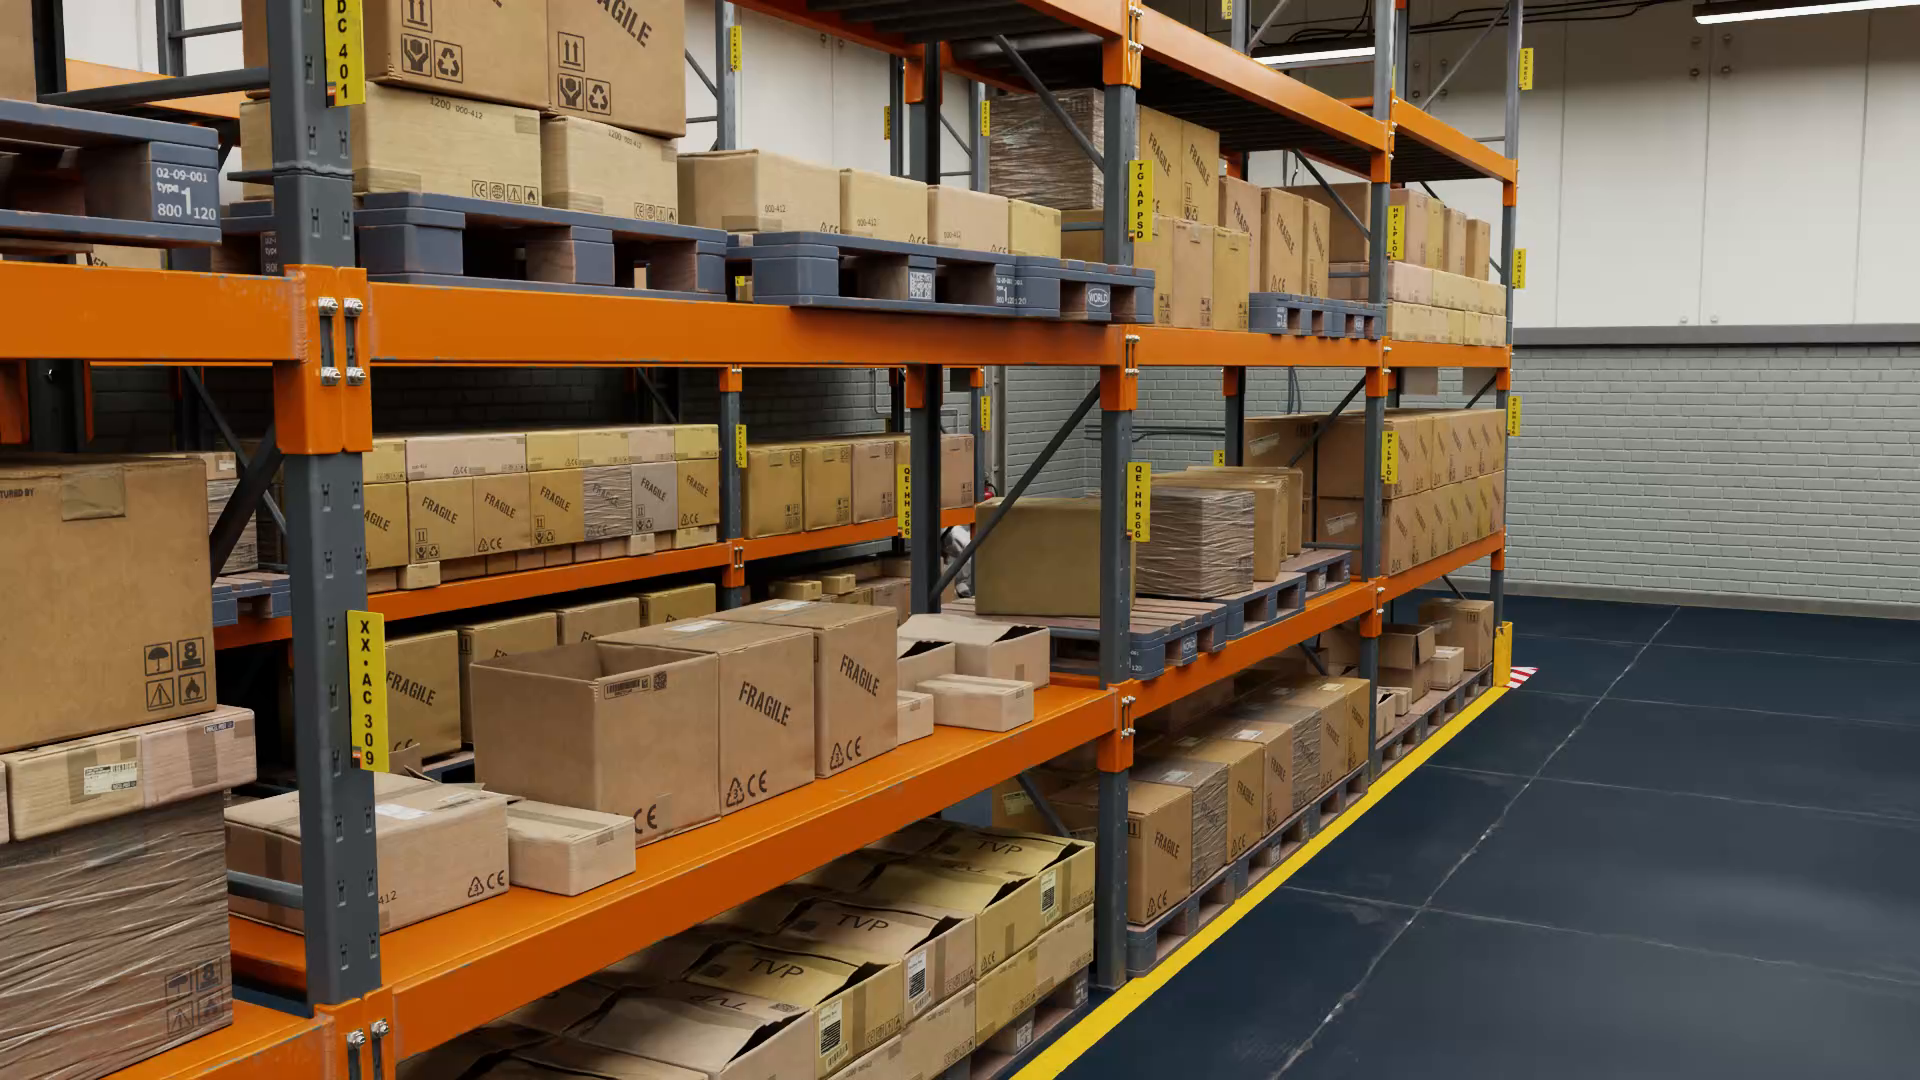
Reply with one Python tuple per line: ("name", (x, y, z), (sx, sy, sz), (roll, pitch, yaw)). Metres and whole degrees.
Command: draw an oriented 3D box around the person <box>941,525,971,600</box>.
("person", (-0.103, 0.261, 17.736), (0.856, 1.114, 0.582), (3, 7, 26))
